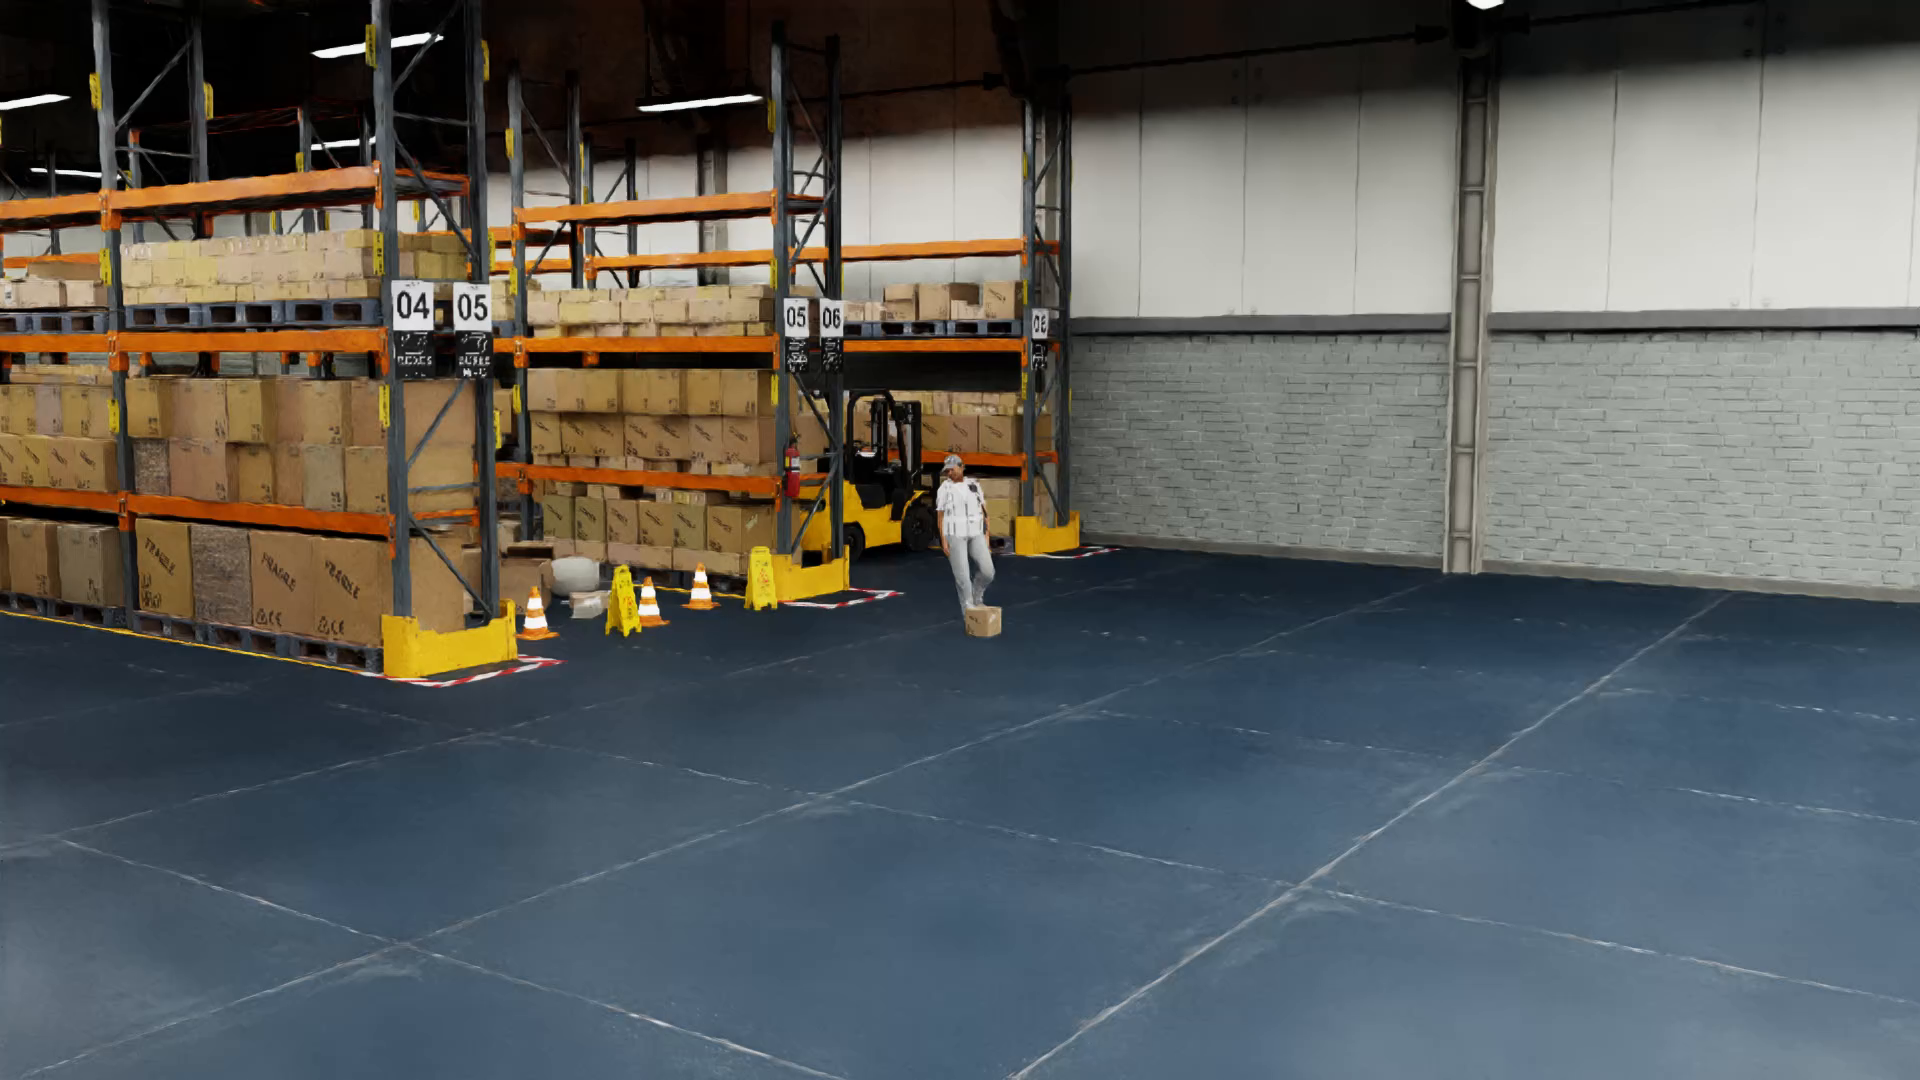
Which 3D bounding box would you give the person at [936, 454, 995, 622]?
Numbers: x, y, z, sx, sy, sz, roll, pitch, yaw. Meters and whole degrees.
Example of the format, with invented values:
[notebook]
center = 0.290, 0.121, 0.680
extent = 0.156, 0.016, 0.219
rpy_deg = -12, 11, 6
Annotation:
[person]
center = 0.041, -0.013, 16.216
extent = 0.519, 1.636, 0.532
rpy_deg = -2, 7, -16
